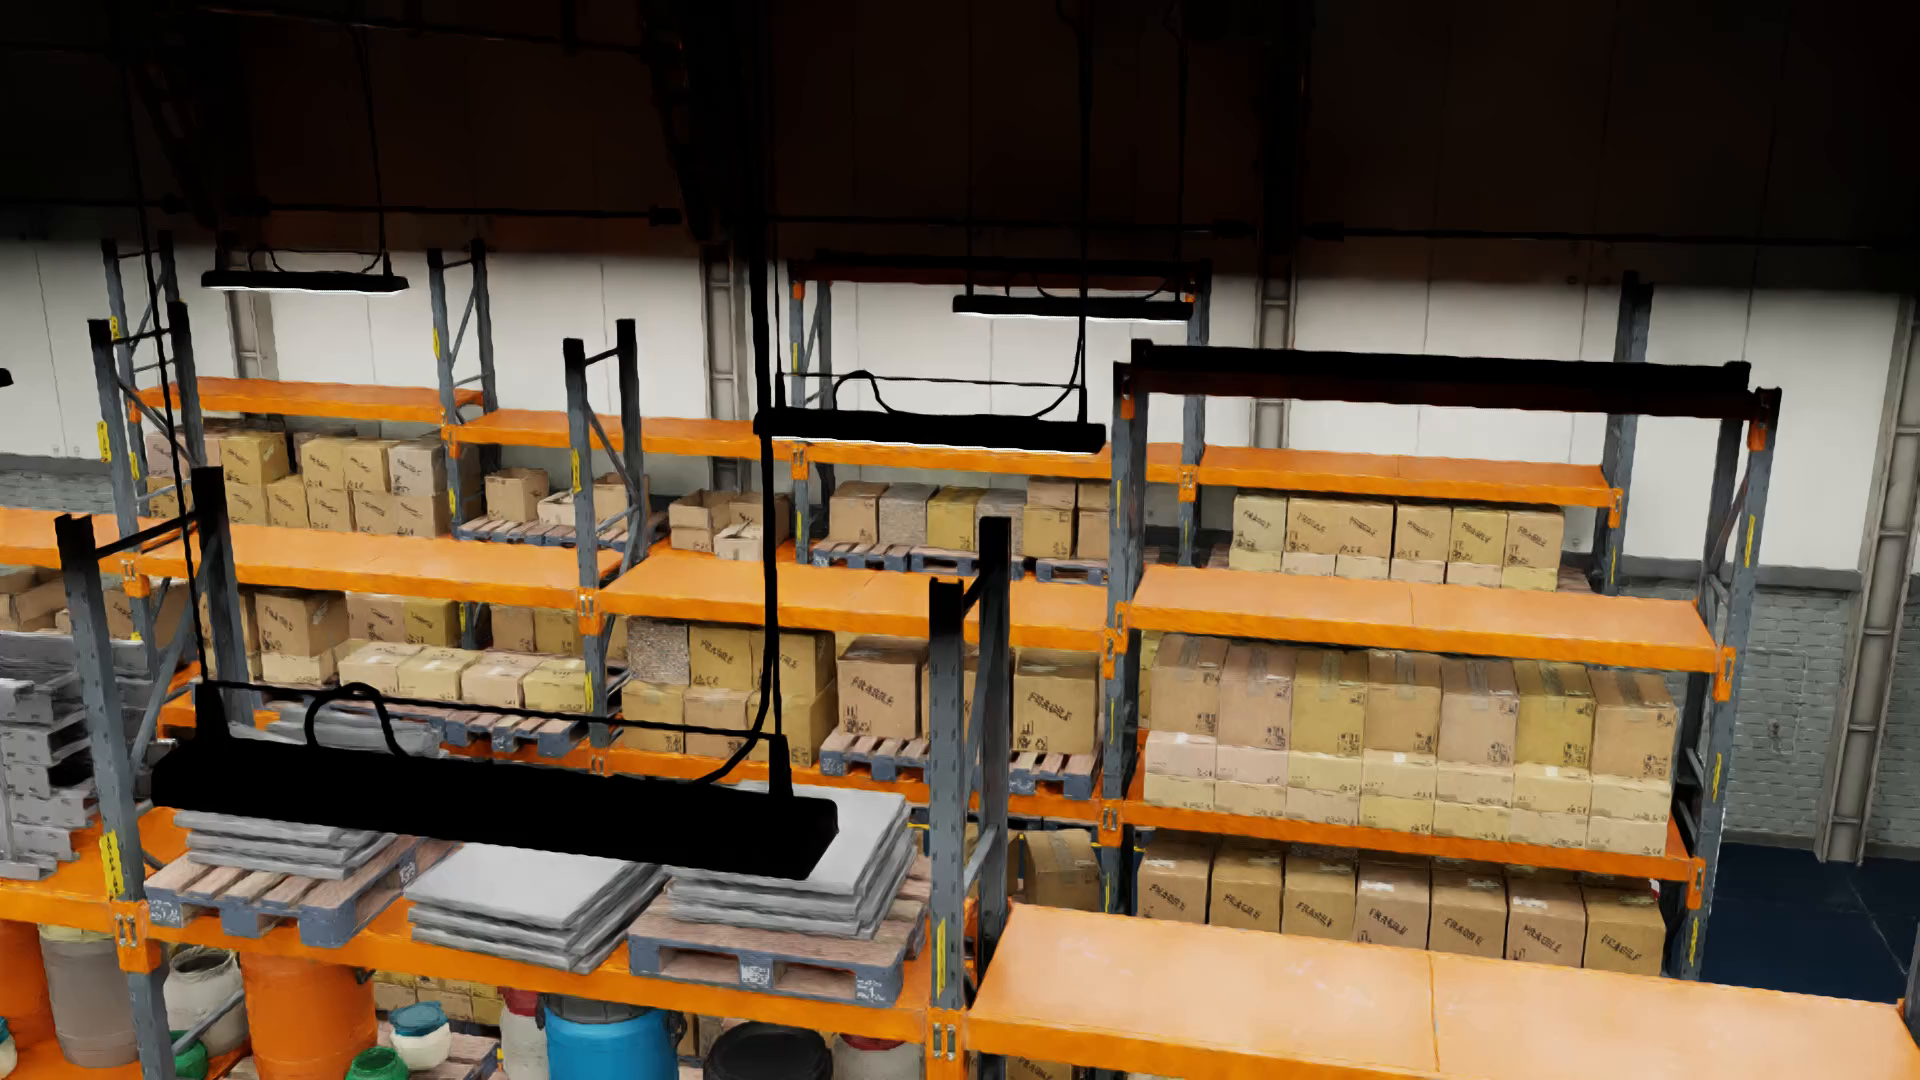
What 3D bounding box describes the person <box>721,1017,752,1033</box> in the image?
[{"bbox_3d":[-1.401,4.039,11.556,0.845,1.702,0.718,5,17,18],"label":"person"}]
